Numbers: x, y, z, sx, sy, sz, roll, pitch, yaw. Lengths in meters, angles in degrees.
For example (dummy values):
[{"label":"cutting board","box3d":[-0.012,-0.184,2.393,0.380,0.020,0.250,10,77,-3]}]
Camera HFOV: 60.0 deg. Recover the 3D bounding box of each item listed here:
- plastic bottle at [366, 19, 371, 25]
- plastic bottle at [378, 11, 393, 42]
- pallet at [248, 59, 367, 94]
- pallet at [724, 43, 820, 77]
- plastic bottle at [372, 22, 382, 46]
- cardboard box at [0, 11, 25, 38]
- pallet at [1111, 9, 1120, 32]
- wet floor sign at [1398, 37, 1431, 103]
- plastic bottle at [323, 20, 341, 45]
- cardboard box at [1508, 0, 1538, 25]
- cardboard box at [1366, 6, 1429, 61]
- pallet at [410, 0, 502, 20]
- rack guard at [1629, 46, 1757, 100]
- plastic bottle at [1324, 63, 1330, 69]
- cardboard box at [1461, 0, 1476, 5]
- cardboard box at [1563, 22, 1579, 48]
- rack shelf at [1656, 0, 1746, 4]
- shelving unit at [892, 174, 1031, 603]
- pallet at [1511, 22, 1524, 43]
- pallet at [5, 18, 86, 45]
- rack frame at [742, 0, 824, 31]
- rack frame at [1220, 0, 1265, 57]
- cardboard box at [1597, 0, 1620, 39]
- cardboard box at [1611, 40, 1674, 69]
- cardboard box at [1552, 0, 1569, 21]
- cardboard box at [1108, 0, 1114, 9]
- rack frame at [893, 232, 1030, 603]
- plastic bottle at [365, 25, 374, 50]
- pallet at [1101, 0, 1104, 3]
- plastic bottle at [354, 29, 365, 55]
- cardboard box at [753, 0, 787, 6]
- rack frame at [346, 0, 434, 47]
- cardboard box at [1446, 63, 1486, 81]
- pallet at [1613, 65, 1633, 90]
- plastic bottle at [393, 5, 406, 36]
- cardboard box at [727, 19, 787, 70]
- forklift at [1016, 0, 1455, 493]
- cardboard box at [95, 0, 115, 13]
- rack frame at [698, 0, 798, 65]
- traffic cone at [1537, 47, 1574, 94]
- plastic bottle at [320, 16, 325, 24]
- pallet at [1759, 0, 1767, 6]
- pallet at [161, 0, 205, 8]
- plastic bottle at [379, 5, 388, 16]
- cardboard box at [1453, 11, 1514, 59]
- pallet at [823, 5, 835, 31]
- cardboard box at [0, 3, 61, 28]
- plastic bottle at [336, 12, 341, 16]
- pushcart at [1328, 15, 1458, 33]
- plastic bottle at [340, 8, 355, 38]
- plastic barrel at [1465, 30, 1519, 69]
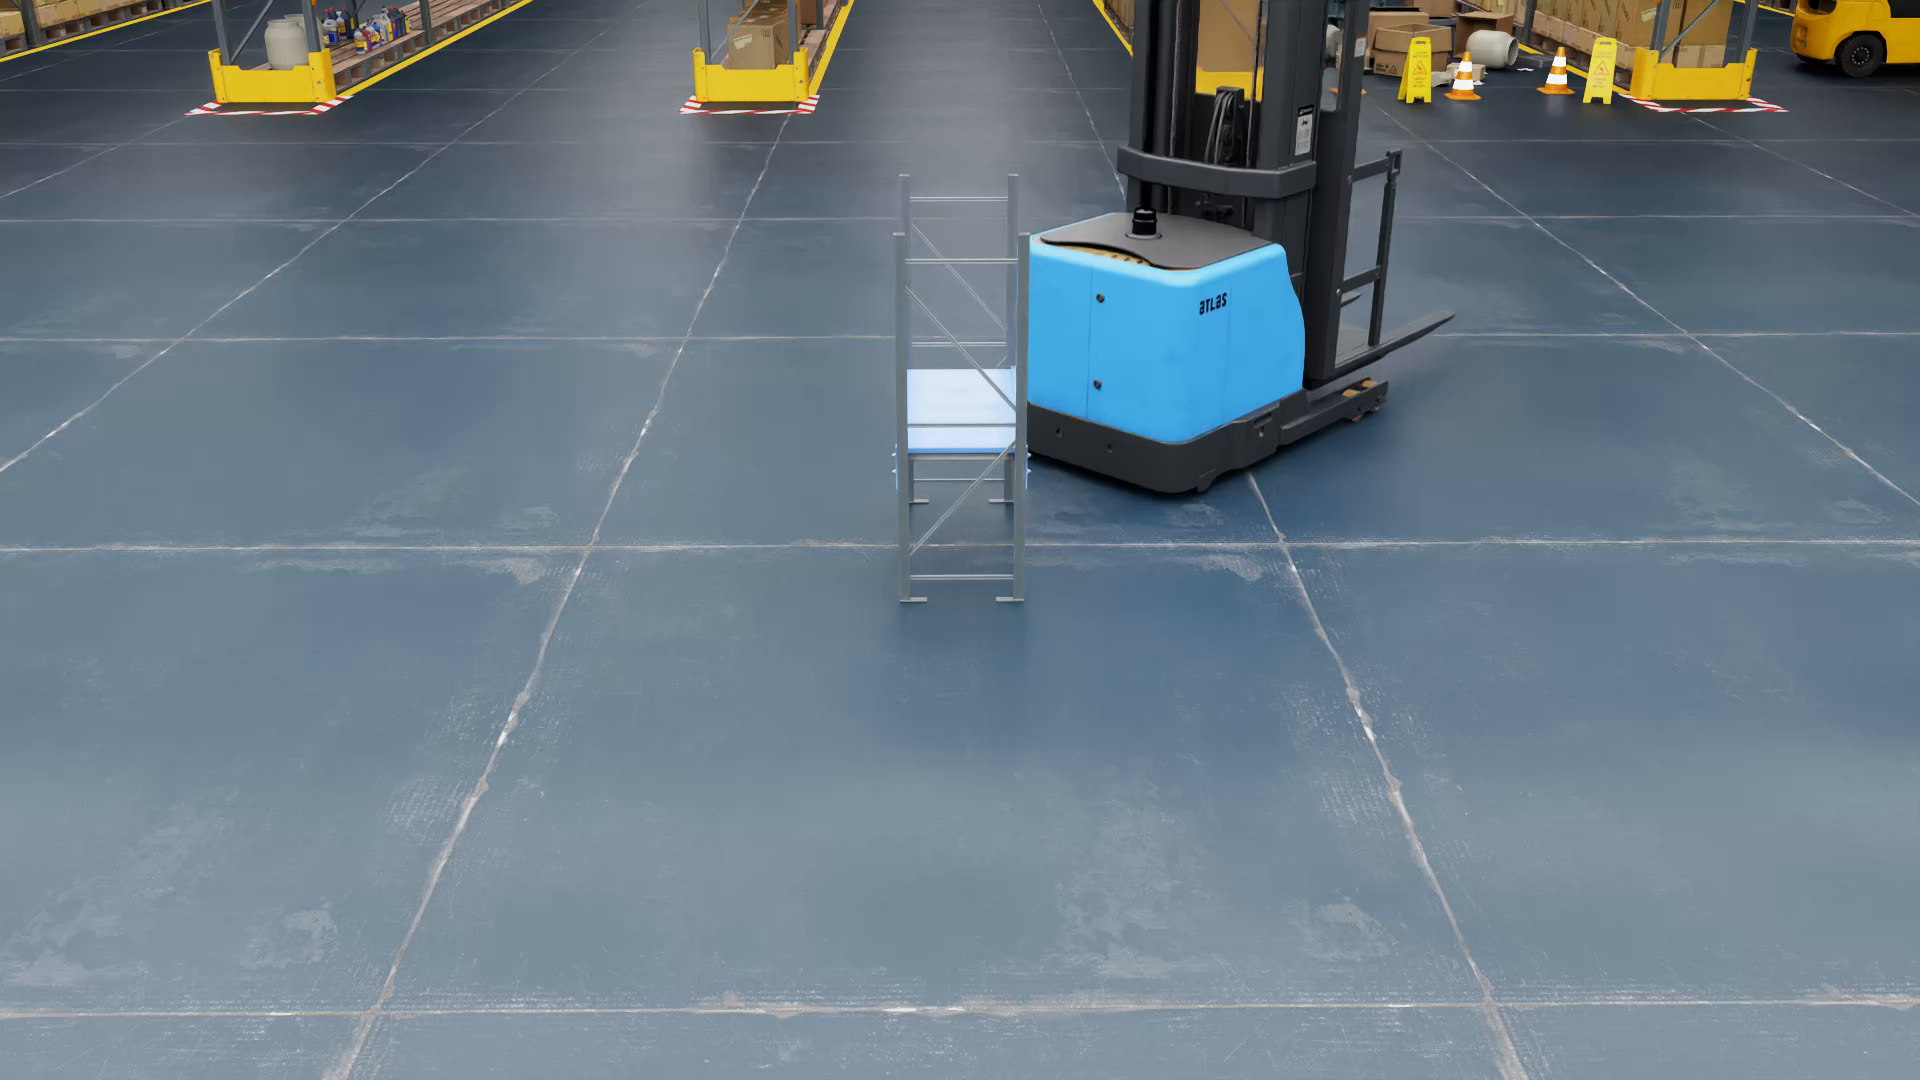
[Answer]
[{"label":"plastic bottle","box3d":[-6.987,-6.036,19.719,0.061,0.283,0.133,0,24,-1]},{"label":"plastic bottle","box3d":[-6.878,-6.135,19.855,0.144,0.351,0.185,0,24,-1]},{"label":"pallet","box3d":[-7.187,-5.065,18.192,1.003,0.211,1.213,0,24,-1]},{"label":"pallet","box3d":[-2.168,-5.589,19.351,1.003,0.211,1.213,0,24,-1]},{"label":"plastic bottle","box3d":[-6.851,-5.941,19.523,0.097,0.271,0.097,0,24,0]},{"label":"cardboard box","box3d":[-11.909,-6.345,20.467,0.500,0.250,0.500,0,24,-1]},{"label":"pallet","box3d":[2.634,-7.172,22.850,1.003,0.211,1.213,0,24,-1]},{"label":"wet floor sign","box3d":[4.758,-4.896,17.293,0.267,0.644,0.232,-4,25,-10]},{"label":"plastic bottle","box3d":[-7.431,-6.001,19.649,0.152,0.276,0.135,0,24,-1]},{"label":"cardboard box","box3d":[7.675,-6.895,21.533,0.950,0.372,0.625,0,24,0]},{"label":"cardboard box","box3d":[5.157,-6.058,19.870,0.797,0.637,0.503,0,24,-1]},{"label":"pallet","box3d":[-7.253,-7.676,23.966,1.003,0.211,1.213,0,24,-1]},{"label":"rack guard","box3d":[7.726,-4.928,17.540,1.175,0.500,0.348,0,24,-1]},{"label":"plastic bottle","box3d":[4.177,-5.546,19.438,0.283,0.061,0.133,-9,26,-19]},{"label":"cardboard box","box3d":[7.652,-7.790,23.513,0.950,0.372,0.625,-1,24,-2]},{"label":"cardboard box","box3d":[7.445,-5.940,19.571,0.500,0.250,0.500,-1,24,-1]},{"label":"rack shelf","box3d":[7.705,-6.532,18.927,1.077,0.370,4.000,0,24,-1]},{"label":"shelving unit","box3d":[0.001,-0.648,6.863,0.538,1.500,1.048,0,24,-1]},{"label":"pallet","box3d":[7.673,-6.735,21.884,1.003,0.211,1.213,0,24,-1]},{"label":"pallet","box3d":[-12.179,-6.630,21.652,1.003,0.211,1.213,0,24,-1]},{"label":"rack frame","box3d":[-2.227,-7.640,20.502,1.000,3.000,0.127,0,24,-1]},{"label":"rack frame","box3d":[2.778,-5.972,16.815,1.000,3.000,0.127,0,24,-1]},{"label":"cardboard box","box3d":[7.448,-5.860,18.484,0.500,0.500,0.500,1,24,1]},{"label":"cardboard box","box3d":[7.448,-5.316,18.192,0.500,0.250,0.500,0,24,-1]},{"label":"cardboard box","box3d":[7.437,-6.500,19.898,0.500,0.500,0.500,1,24,2]},{"label":"cardboard box","box3d":[2.620,-7.823,23.128,1.050,0.750,0.750,0,24,0]},{"label":"rack frame","box3d":[0.006,-0.439,6.400,0.500,1.500,0.032,0,24,-1]},{"label":"plastic bottle","box3d":[-6.847,-5.816,19.247,0.097,0.271,0.097,0,24,0]},{"label":"pallet","box3d":[2.684,-8.320,25.390,1.003,0.211,1.213,0,24,-1]},{"label":"plastic bottle","box3d":[-6.844,-5.675,18.935,0.097,0.271,0.097,0,24,0]},{"label":"cardboard box","box3d":[-2.163,-6.036,19.479,0.500,0.500,0.500,-2,24,-5]},{"label":"rack frame","box3d":[-7.179,-7.618,20.453,1.000,3.000,0.127,0,24,-1]},{"label":"cardboard box","box3d":[5.692,-5.268,18.717,0.380,0.149,0.250,13,27,27]},{"label":"pallet","box3d":[7.752,-5.132,18.340,1.003,0.211,1.213,0,24,-1]},{"label":"plastic bottle","box3d":[-6.884,-6.347,20.324,0.144,0.351,0.185,-1,24,-2]},{"label":"cardboard box","box3d":[-2.173,-5.301,17.855,0.500,0.500,0.500,4,25,9]},{"label":"forklift","box3d":[1.597,-2.072,8.275,1.130,2.935,3.031,20,31,38]},{"label":"cardboard box","box3d":[-11.906,-7.336,22.658,0.500,0.250,0.500,0,24,0]},{"label":"rack frame","box3d":[-2.183,-5.992,16.858,1.000,3.000,0.127,0,24,-1]},{"label":"traffic cone","box3d":[6.432,-5.052,17.858,0.336,0.463,0.334,0,24,-1]},{"label":"plastic bottle","box3d":[-7.623,-6.100,19.859,0.061,0.283,0.133,1,24,2]},{"label":"pallet","box3d":[12.632,-8.394,25.553,1.003,0.211,1.213,0,24,-1]},{"label":"pallet","box3d":[-12.146,-8.282,25.306,1.003,0.211,1.213,0,24,-1]},{"label":"plastic bottle","box3d":[-7.028,-6.346,20.323,0.144,0.351,0.185,0,24,-1]},{"label":"cardboard box","box3d":[6.334,-6.099,20.125,0.500,0.500,0.500,19,30,35]},{"label":"pallet","box3d":[-2.253,-7.194,22.900,1.003,0.211,1.213,0,24,-1]},{"label":"cardboard box","box3d":[-11.889,-6.703,21.257,0.500,0.250,0.500,-1,24,-2]},{"label":"plastic bottle","box3d":[-7.583,-6.311,20.334,0.152,0.276,0.135,1,24,1]},{"label":"pushcart","box3d":[5.404,-6.459,21.073,1.648,0.377,0.936,-9,26,-19]},{"label":"plastic bottle","box3d":[-7.441,-6.277,20.170,0.144,0.351,0.185,0,24,-1]},{"label":"plastic barrel","box3d":[6.190,-5.707,19.354,0.512,0.421,0.421,19,30,35]}]
